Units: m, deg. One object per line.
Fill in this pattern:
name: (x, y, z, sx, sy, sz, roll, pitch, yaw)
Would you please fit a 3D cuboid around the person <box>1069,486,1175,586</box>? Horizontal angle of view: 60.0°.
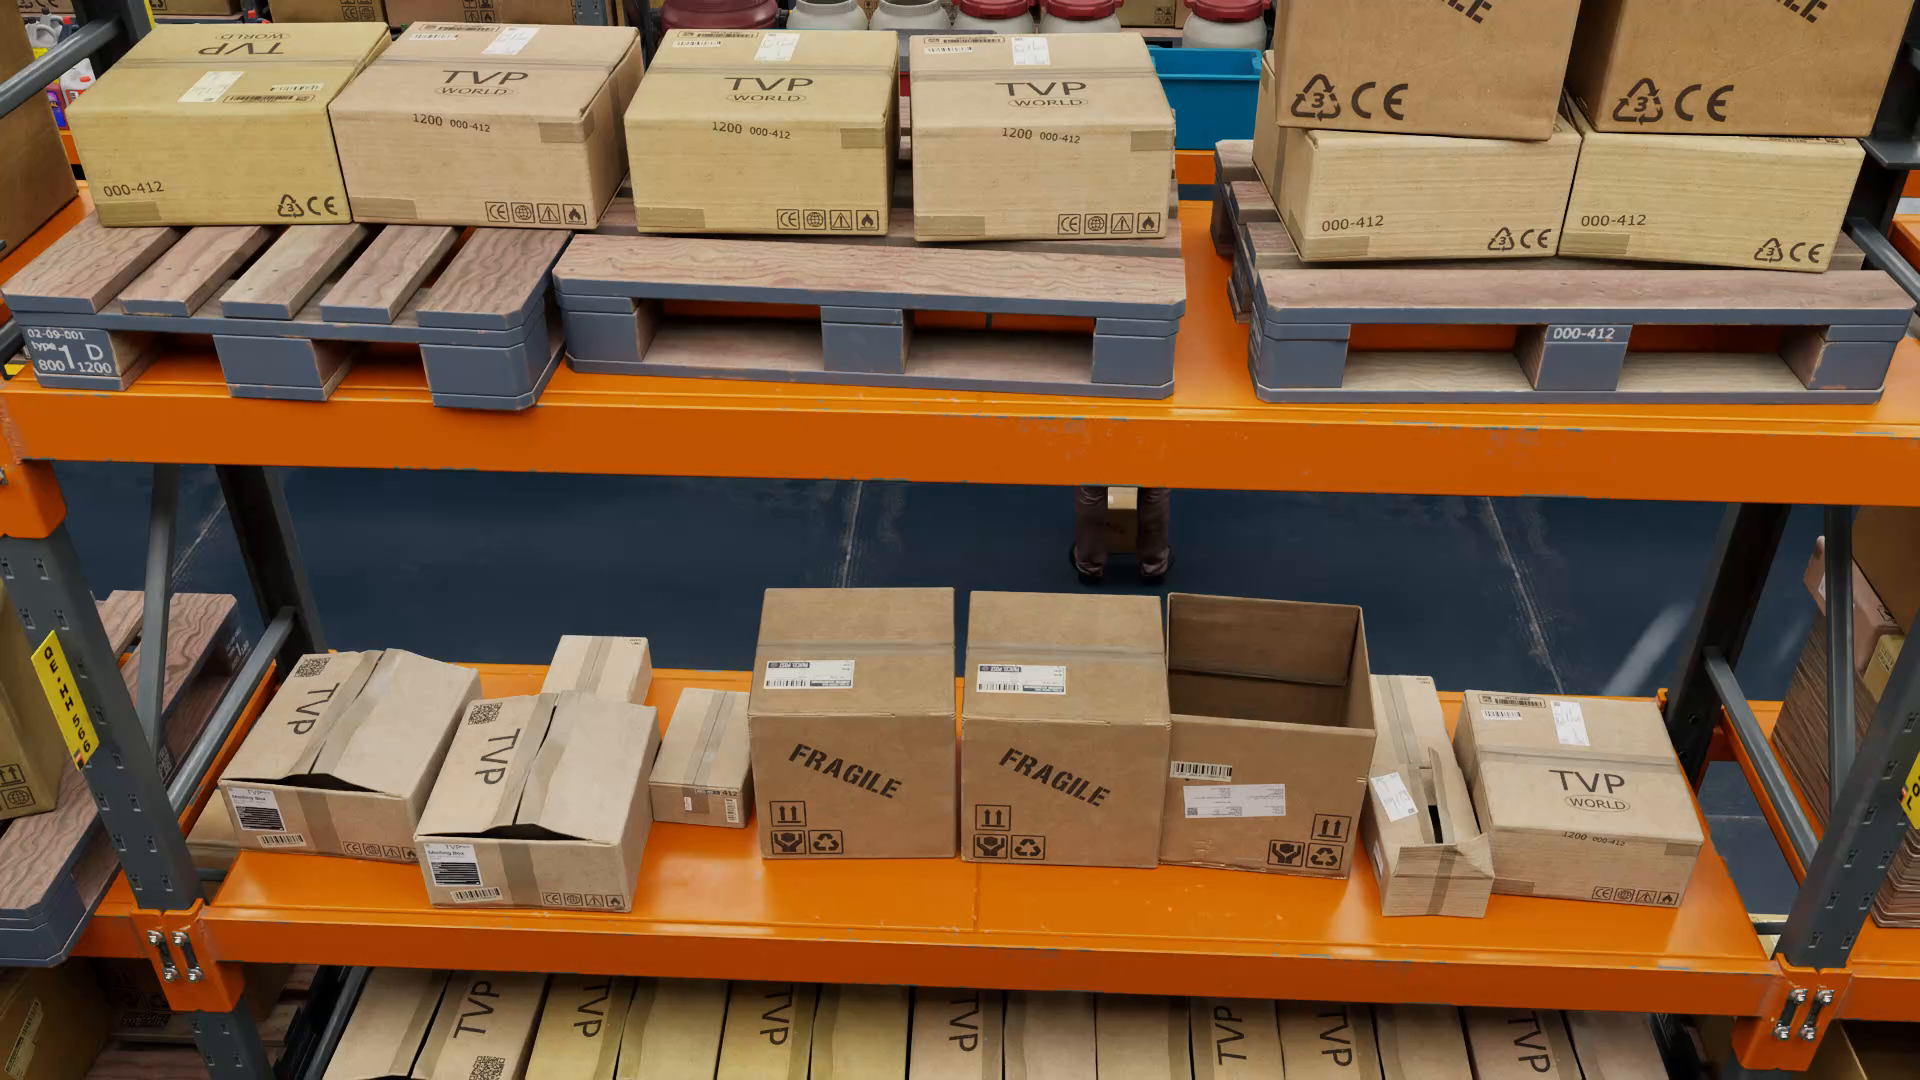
person: (0.683, -0.547, 6.936, 0.582, 1.719, 0.427, 0, 35, -1)
